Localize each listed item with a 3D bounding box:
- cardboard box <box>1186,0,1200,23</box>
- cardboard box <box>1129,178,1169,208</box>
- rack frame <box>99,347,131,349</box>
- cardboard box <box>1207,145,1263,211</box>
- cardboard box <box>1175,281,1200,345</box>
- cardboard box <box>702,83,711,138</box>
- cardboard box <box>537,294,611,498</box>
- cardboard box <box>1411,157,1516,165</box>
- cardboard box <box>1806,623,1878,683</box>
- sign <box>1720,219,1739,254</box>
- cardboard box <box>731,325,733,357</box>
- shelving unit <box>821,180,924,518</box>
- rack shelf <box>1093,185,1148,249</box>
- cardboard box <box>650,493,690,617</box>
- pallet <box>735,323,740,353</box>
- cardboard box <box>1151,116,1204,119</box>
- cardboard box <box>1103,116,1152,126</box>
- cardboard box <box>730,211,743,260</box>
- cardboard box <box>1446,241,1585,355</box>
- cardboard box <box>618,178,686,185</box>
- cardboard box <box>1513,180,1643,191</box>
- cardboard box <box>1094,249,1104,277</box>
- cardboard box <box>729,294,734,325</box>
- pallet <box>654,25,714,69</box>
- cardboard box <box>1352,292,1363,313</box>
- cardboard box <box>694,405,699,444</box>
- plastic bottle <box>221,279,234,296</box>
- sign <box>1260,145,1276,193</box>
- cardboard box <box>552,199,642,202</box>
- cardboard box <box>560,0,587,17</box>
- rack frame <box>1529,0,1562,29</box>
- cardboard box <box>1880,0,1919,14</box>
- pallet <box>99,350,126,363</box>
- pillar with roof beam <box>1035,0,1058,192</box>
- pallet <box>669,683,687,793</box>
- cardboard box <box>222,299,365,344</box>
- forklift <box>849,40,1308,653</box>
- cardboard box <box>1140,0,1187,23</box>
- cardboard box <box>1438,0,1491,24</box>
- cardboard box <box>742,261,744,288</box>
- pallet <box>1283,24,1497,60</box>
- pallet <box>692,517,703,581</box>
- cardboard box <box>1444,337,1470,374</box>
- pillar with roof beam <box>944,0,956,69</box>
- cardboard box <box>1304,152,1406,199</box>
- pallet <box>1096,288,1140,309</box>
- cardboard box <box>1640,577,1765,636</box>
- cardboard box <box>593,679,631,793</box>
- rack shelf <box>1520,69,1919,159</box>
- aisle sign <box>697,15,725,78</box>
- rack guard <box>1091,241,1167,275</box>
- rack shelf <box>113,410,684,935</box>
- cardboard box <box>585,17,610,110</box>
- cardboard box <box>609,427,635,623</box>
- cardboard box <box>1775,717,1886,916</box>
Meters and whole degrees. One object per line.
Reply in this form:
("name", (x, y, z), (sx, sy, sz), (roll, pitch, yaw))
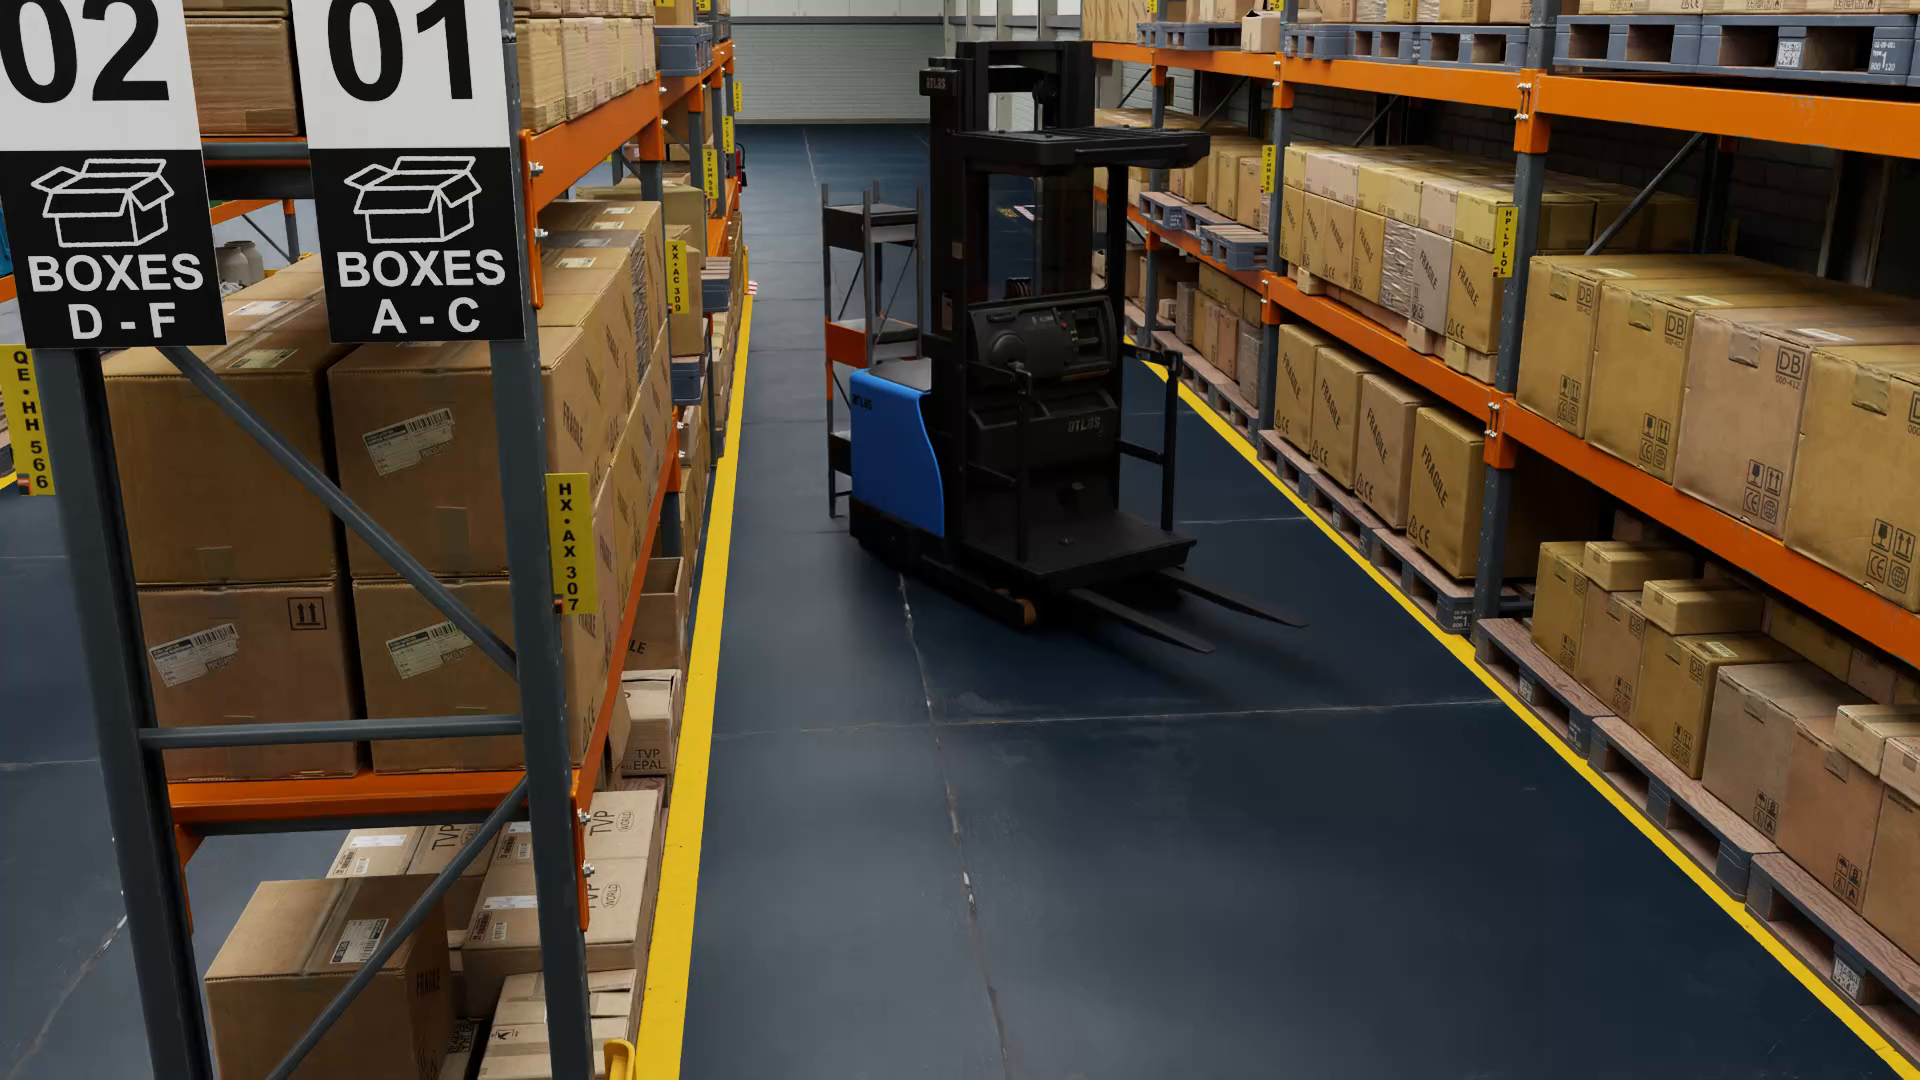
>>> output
("cardboard box", (2.262, -4.803, 14.592), (0.500, 0.500, 0.500), (1, 17, 2))
("cardboard box", (1.934, -3.359, 16.085), (0.500, 0.250, 0.500), (-2, 18, -6))
("rack frame", (-7.569, -2.983, 14.671), (1.000, 3.000, 0.127), (-2, 18, -6))
("cardboard box", (2.453, -3.032, 13.926), (0.700, 0.500, 0.500), (1, 17, 2))
("cardboard box", (2.377, -2.088, 15.257), (0.700, 0.500, 0.500), (-1, 17, -4))
("cardboard box", (-2.748, -4.084, 15.845), (0.700, 0.500, 0.500), (-2, 18, -6))
("cardboard box", (-1.249, -0.380, 4.544), (0.500, 0.500, 0.500), (-2, 18, -5))
("cardboard box", (3.102, -2.220, 10.291), (0.500, 0.250, 0.500), (-2, 18, -7))
("cardboard box", (3.430, 0.417, 6.231), (0.380, 0.149, 0.250), (-2, 18, -5))
("sign", (3.662, -1.374, 7.968), (0.100, 0.325, 0.005), (-2, 18, -6))
("cardboard box", (-2.261, -1.758, 14.658), (0.500, 0.250, 0.500), (-2, 18, -6))
("shelving unit", (-0.526, -1.115, 10.225), (0.431, 2.100, 0.503), (-12, 21, -32))
("rack shelf", (2.078, -3.542, 17.651), (1.077, 0.370, 4.000), (-2, 18, -6))
("cardboard box", (-1.625, 0.080, 8.354), (0.500, 0.500, 0.500), (-3, 18, -8))
("pallet", (-2.683, -2.043, 16.331), (1.003, 0.211, 1.213), (-2, 18, -6))
("cardboard box", (2.284, -4.188, 17.476), (0.500, 0.500, 0.500), (-2, 17, -5))
("cardboard box", (1.776, -4.170, 17.416), (0.500, 0.500, 0.500), (-1, 17, -4))
("cardboard box", (-2.703, -3.422, 18.708), (0.500, 0.500, 0.500), (-2, 18, -6))
("cardboard box", (2.812, -1.234, 8.404), (0.500, 0.500, 0.500), (-2, 18, -7))
("cardboard box", (-2.473, -2.647, 13.434), (0.500, 0.500, 0.500), (-2, 18, -6))
("cardboard box", (3.261, -1.763, 8.837), (0.500, 0.250, 0.500), (-2, 17, -5))
("cardboard box", (1.854, -3.199, 19.113), (0.500, 0.311, 0.500), (-4, 18, -12))
("cardboard box", (-2.255, -2.024, 14.570), (0.500, 0.311, 0.500), (-1, 17, -4))
("pallet", (-1.925, -2.598, 8.751), (1.213, 0.211, 1.003), (-2, 18, -6))
("cardboard box", (2.661, -1.499, 10.331), (0.380, 0.149, 0.250), (-2, 17, -5))
("cardboard box", (-1.780, -0.725, 9.667), (0.500, 0.250, 0.500), (-2, 18, -7))
("plastic bottle", (-7.322, -2.421, 16.568), (0.144, 0.351, 0.185), (-1, 17, -3))
("sign", (2.158, -2.592, 11.626), (0.100, 0.325, 0.005), (-2, 18, -6))
("cardboard box", (-2.148, -1.729, 9.807), (0.700, 0.500, 0.500), (1, 17, 5))
("cardboard box", (-1.243, -1.468, 4.253), (0.500, 0.250, 0.500), (-2, 18, -6))
("rack frame", (3.110, -3.768, 7.155), (1.000, 3.000, 0.127), (-2, 18, -6))
("cardboard box", (3.128, -1.686, 4.916), (0.500, 0.250, 0.500), (-2, 18, -8))
("pallet", (-7.450, -1.420, 14.347), (1.003, 0.211, 1.213), (-2, 18, -6))
("pillar with roof beam", (-2.715, -10.603, 28.928), (9.100, 9.000, 0.400), (-2, 18, -6))
("pallet", (-1.747, 0.784, 7.329), (1.003, 0.211, 1.213), (-2, 18, -6))
("cardboard box", (-1.777, -0.359, 4.477), (0.500, 0.500, 0.500), (-1, 17, -4))
("forklift", (0.578, -1.092, 8.762), (1.130, 2.935, 3.031), (-12, 21, -32))
("cardboard box", (1.986, -4.921, 15.636), (0.500, 0.500, 0.500), (-1, 17, -4))
("cardboard box", (3.007, -3.024, 8.891), (0.700, 0.500, 0.500), (-2, 18, -7))
("cardboard box", (-2.642, -2.916, 18.346), (0.500, 0.250, 0.500), (-2, 18, -6))
("pallet", (2.816, -3.248, 10.823), (1.213, 0.211, 1.003), (-1, 17, -3))
("pallet", (-2.068, -0.026, 9.909), (1.003, 0.211, 1.213), (-2, 18, -6))
("cardboard box", (2.744, -0.962, 8.618), (0.380, 0.149, 0.250), (-1, 17, -5))
("pillar with roof beam", (-4.572, -15.966, 46.010), (9.100, 9.000, 0.400), (-2, 18, -6))
("cardboard box", (2.544, -2.351, 10.709), (0.500, 0.250, 0.500), (-2, 18, -6))
("pallet", (2.051, -2.522, 17.858), (1.003, 0.211, 1.213), (-2, 18, -6))
("cardboard box", (2.993, 0.266, 6.710), (0.380, 0.149, 0.250), (-2, 18, -7))
("cardboard box", (-1.618, 0.789, 6.088), (0.797, 0.503, 0.637), (-2, 18, -6))
("rack shelf", (3.316, -1.398, 5.814), (1.077, 0.370, 4.000), (-2, 18, -6))
("aisle sign", (-2.769, -5.596, 18.652), (0.394, 0.787, 0.004), (-2, 18, -6))
("rack guard", (1.880, -3.266, 19.744), (1.175, 0.500, 0.348), (-2, 18, -6))
("rack shelf", (-1.611, 0.188, 5.772), (1.077, 0.370, 4.000), (-2, 18, -6))
("cardboard box", (-1.296, -1.378, 4.802), (0.500, 0.250, 0.500), (-2, 18, -6))
("cardboard box", (-1.295, -0.051, 5.164), (0.500, 0.500, 0.500), (-2, 18, -6))
("cardboard box", (3.299, 0.924, 5.698), (0.700, 0.500, 0.500), (-2, 18, -6))
